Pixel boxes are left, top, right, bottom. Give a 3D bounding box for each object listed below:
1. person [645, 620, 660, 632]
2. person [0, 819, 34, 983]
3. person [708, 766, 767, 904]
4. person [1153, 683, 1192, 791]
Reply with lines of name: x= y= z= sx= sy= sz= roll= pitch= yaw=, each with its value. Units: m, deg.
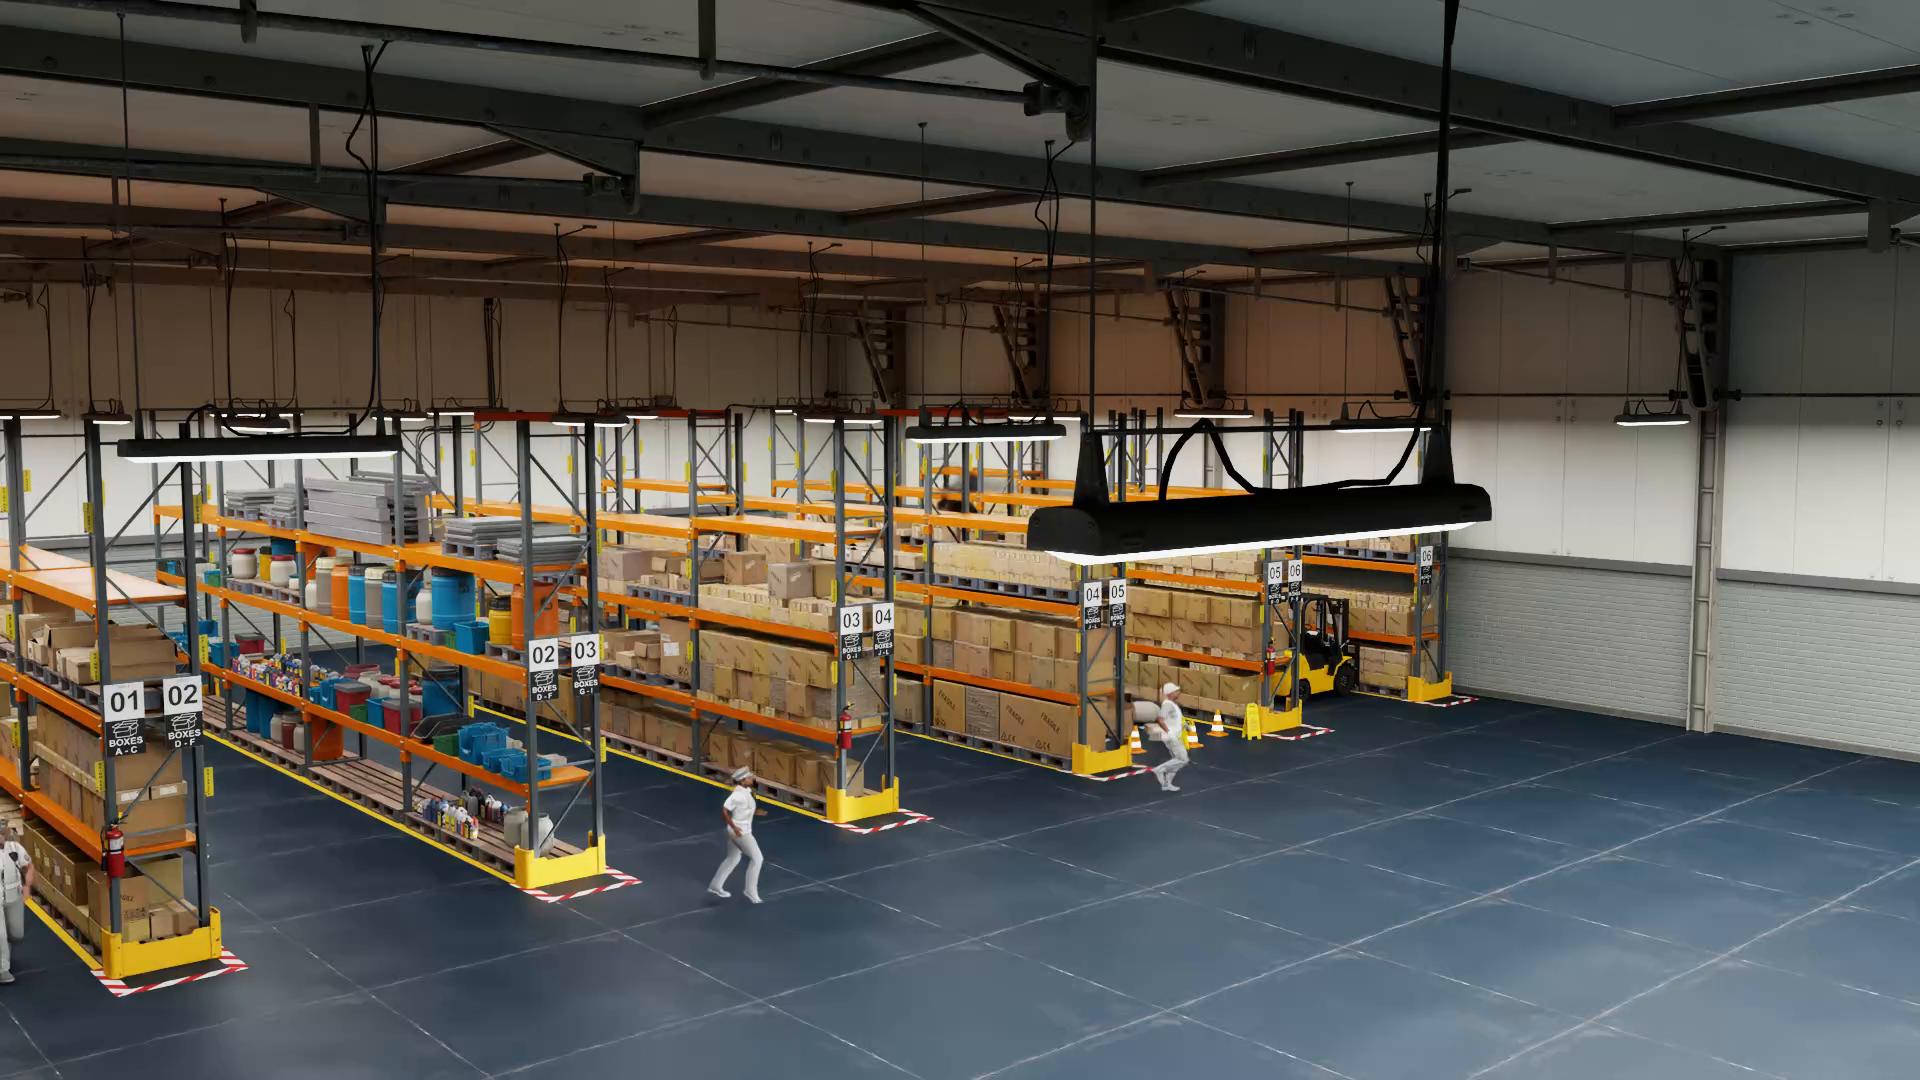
person: x=-7.754 y=1.834 z=42.103 sx=0.766 sy=1.663 sz=0.614 roll=-4 pitch=7 yaw=-41
person: x=-10.424 y=3.870 z=18.031 sx=0.681 sy=1.738 sz=0.747 roll=-5 pitch=7 yaw=-42
person: x=-2.766 y=3.676 z=20.723 sx=0.736 sy=1.760 sz=0.560 roll=-1 pitch=5 yaw=-8
person: x=3.393 y=3.143 z=26.520 sx=0.594 sy=1.735 sz=0.689 roll=1 pitch=5 yaw=9
